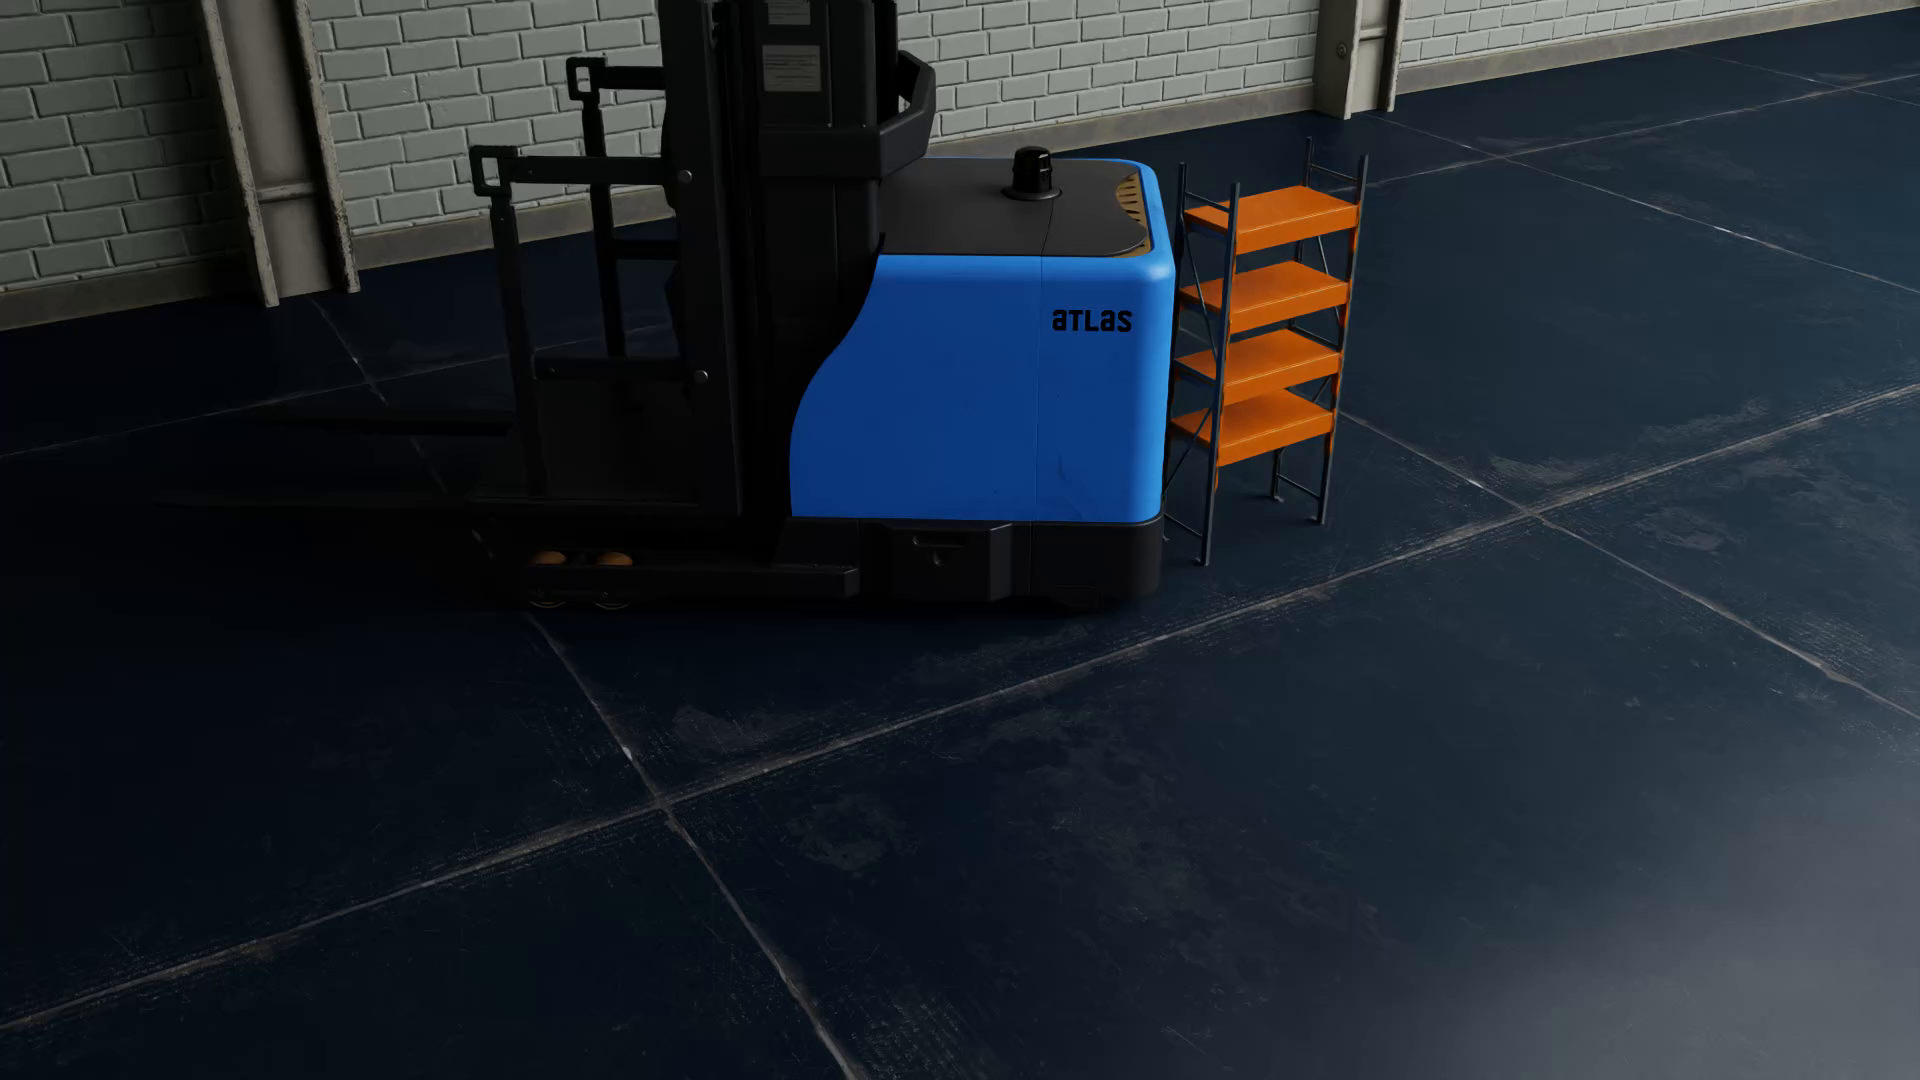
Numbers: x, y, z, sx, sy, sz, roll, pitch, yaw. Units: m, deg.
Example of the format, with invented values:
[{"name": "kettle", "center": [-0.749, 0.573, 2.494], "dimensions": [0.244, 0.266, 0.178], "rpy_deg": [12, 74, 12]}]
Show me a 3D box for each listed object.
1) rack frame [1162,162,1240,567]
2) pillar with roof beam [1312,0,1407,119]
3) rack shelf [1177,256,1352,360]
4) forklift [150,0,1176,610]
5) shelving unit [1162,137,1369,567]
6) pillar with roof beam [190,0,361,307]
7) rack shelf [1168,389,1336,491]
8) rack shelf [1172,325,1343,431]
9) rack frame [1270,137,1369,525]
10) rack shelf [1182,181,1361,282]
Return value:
[{"name": "rack frame", "center": [0.691, -0.493, 4.901], "dimensions": [0.015, 1.200, 0.240], "rpy_deg": [-18, 33, -29]}, {"name": "pillar with roof beam", "center": [4.510, -4.710, 4.470], "dimensions": [0.400, 9.000, 9.100], "rpy_deg": [-16, 33, -26]}, {"name": "rack shelf", "center": [0.895, -0.694, 4.943], "dimensions": [0.480, 0.148, 0.258], "rpy_deg": [-18, 33, -29]}, {"name": "forklift", "center": [-0.910, -1.333, 4.631], "dimensions": [3.031, 2.935, 1.130], "rpy_deg": [1, 29, 2]}, {"name": "shelving unit", "center": [0.895, -0.558, 5.018], "dimensions": [0.503, 1.200, 0.258], "rpy_deg": [-18, 33, -29]}, {"name": "pillar with roof beam", "center": [-0.663, -3.241, 1.809], "dimensions": [0.400, 9.000, 9.100], "rpy_deg": [-16, 33, -26]}, {"name": "rack shelf", "center": [0.895, -0.325, 5.147], "dimensions": [0.480, 0.148, 0.258], "rpy_deg": [-18, 33, -29]}, {"name": "rack shelf", "center": [0.895, -0.499, 5.051], "dimensions": [0.480, 0.148, 0.258], "rpy_deg": [-18, 33, -29]}, {"name": "rack frame", "center": [1.099, -0.622, 5.136], "dimensions": [0.015, 1.200, 0.240], "rpy_deg": [-18, 33, -29]}, {"name": "rack shelf", "center": [0.895, -0.902, 4.829], "dimensions": [0.480, 0.148, 0.258], "rpy_deg": [-18, 33, -29]}]
